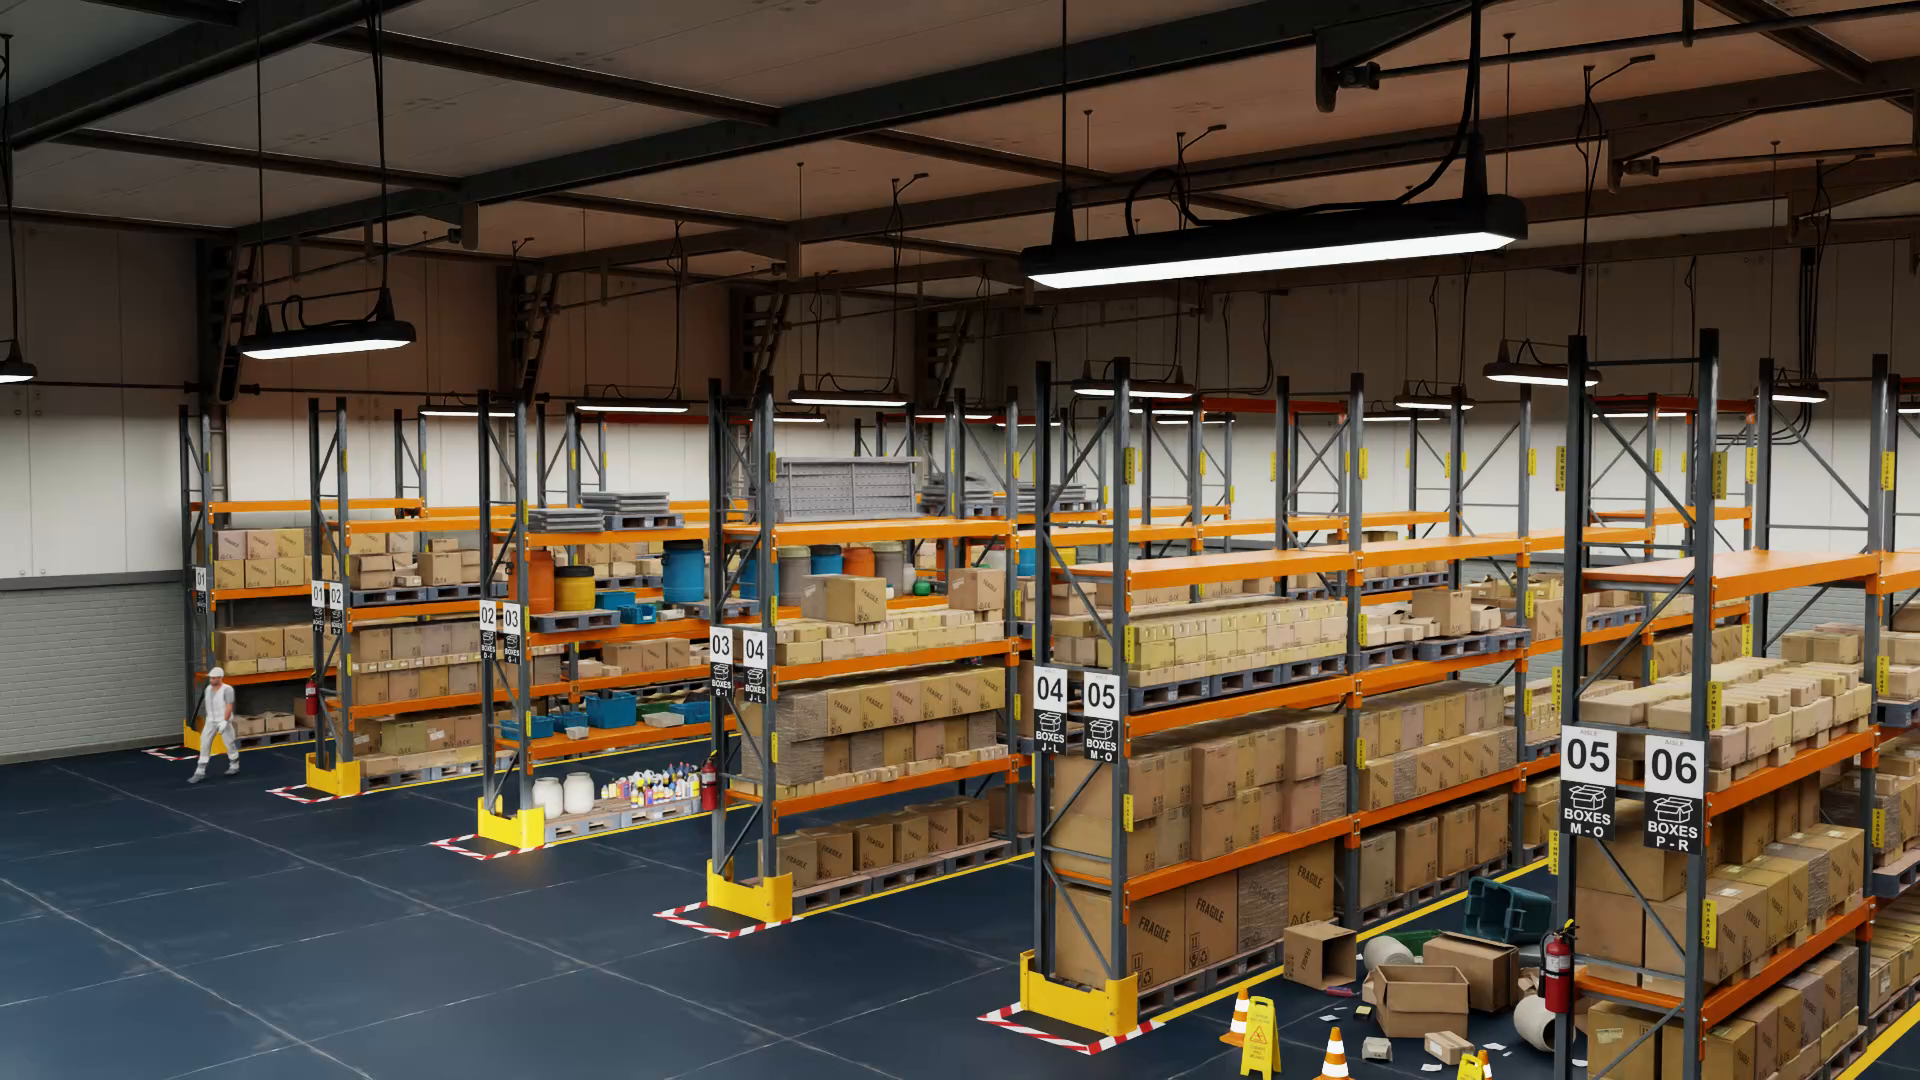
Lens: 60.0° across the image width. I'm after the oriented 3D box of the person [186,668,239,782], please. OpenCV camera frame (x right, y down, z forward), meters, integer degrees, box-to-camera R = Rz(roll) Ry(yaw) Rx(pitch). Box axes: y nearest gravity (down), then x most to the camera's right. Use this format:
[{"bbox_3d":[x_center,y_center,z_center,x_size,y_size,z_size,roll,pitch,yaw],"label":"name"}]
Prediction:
[{"bbox_3d":[-11.748,2.889,26.268,0.563,1.759,0.898,0,3,7],"label":"person"}]
